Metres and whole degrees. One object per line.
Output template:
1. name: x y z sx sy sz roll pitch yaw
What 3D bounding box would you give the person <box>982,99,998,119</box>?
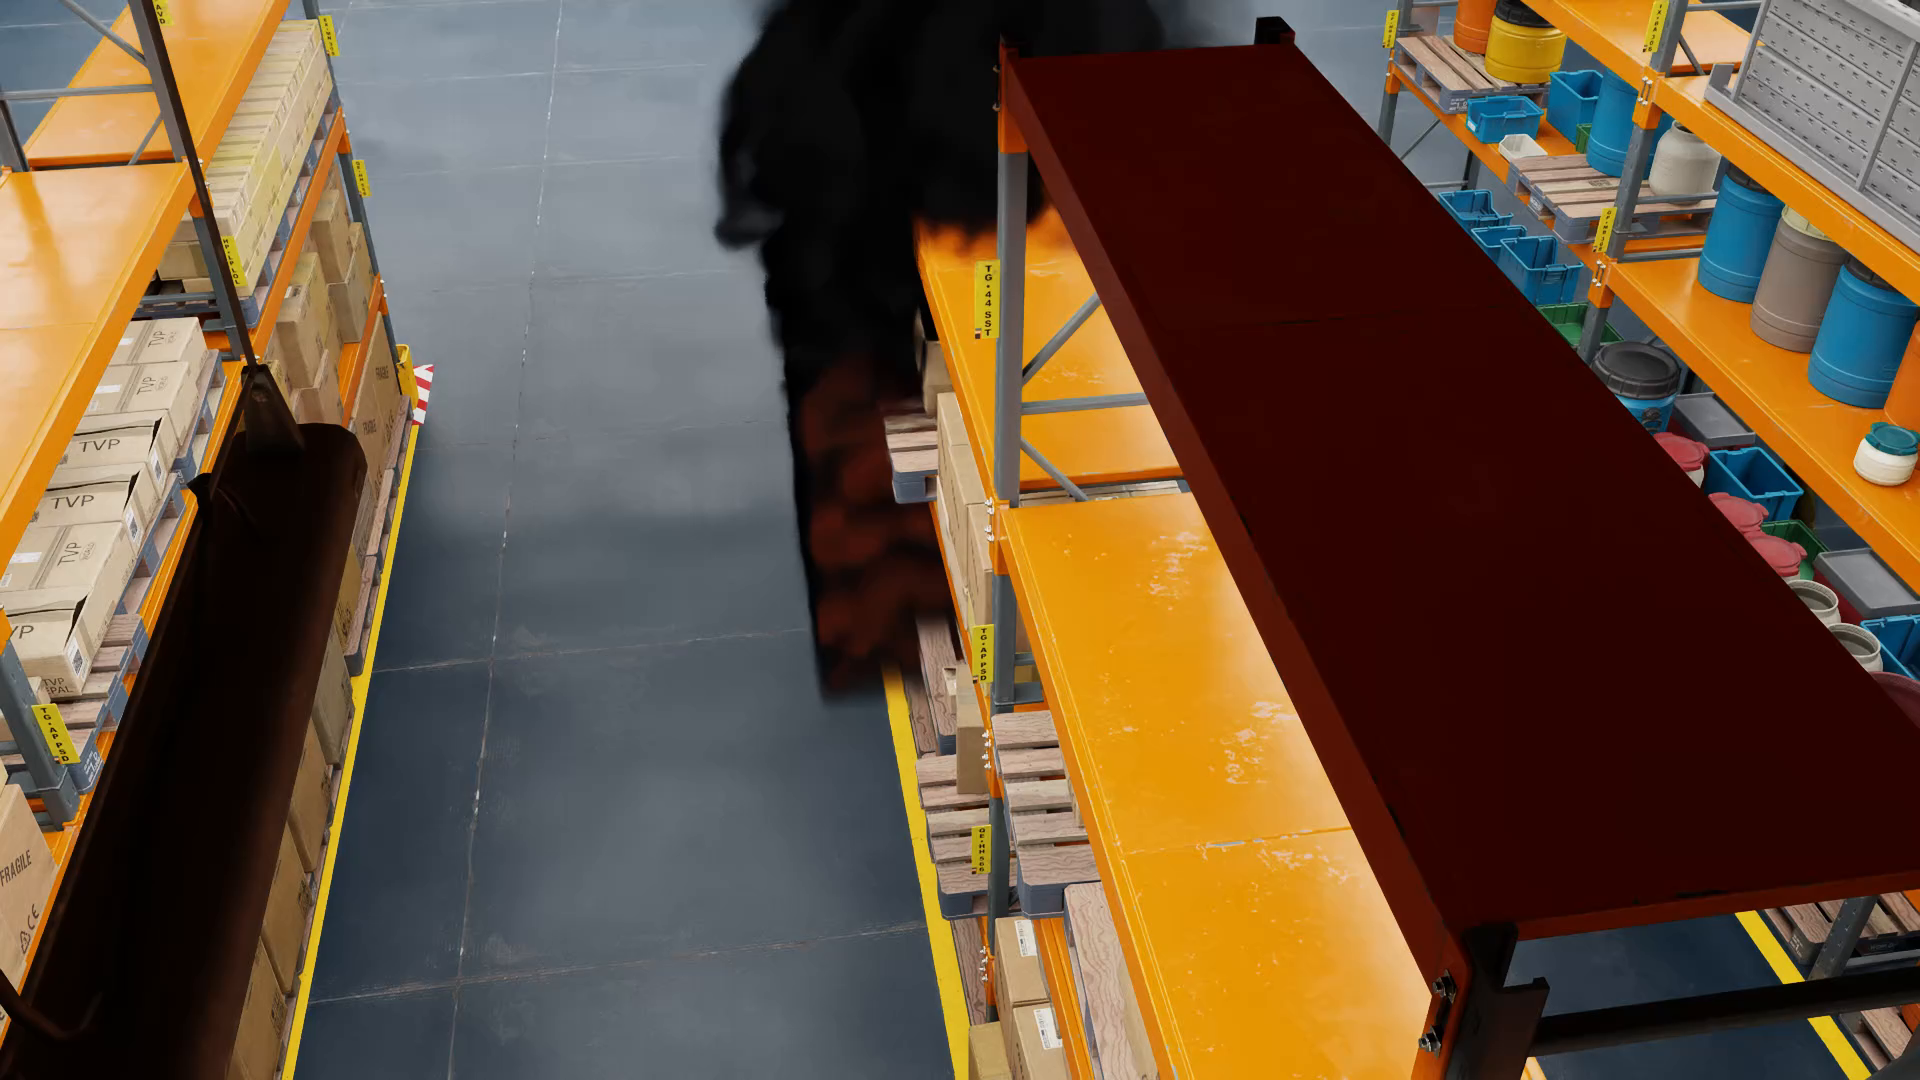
1. person: 0.193 -5.445 19.445 0.758 1.689 0.661 6 37 9

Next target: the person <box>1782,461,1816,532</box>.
1. person: 6.484 -0.856 12.673 0.670 1.887 0.786 -12 38 -15
